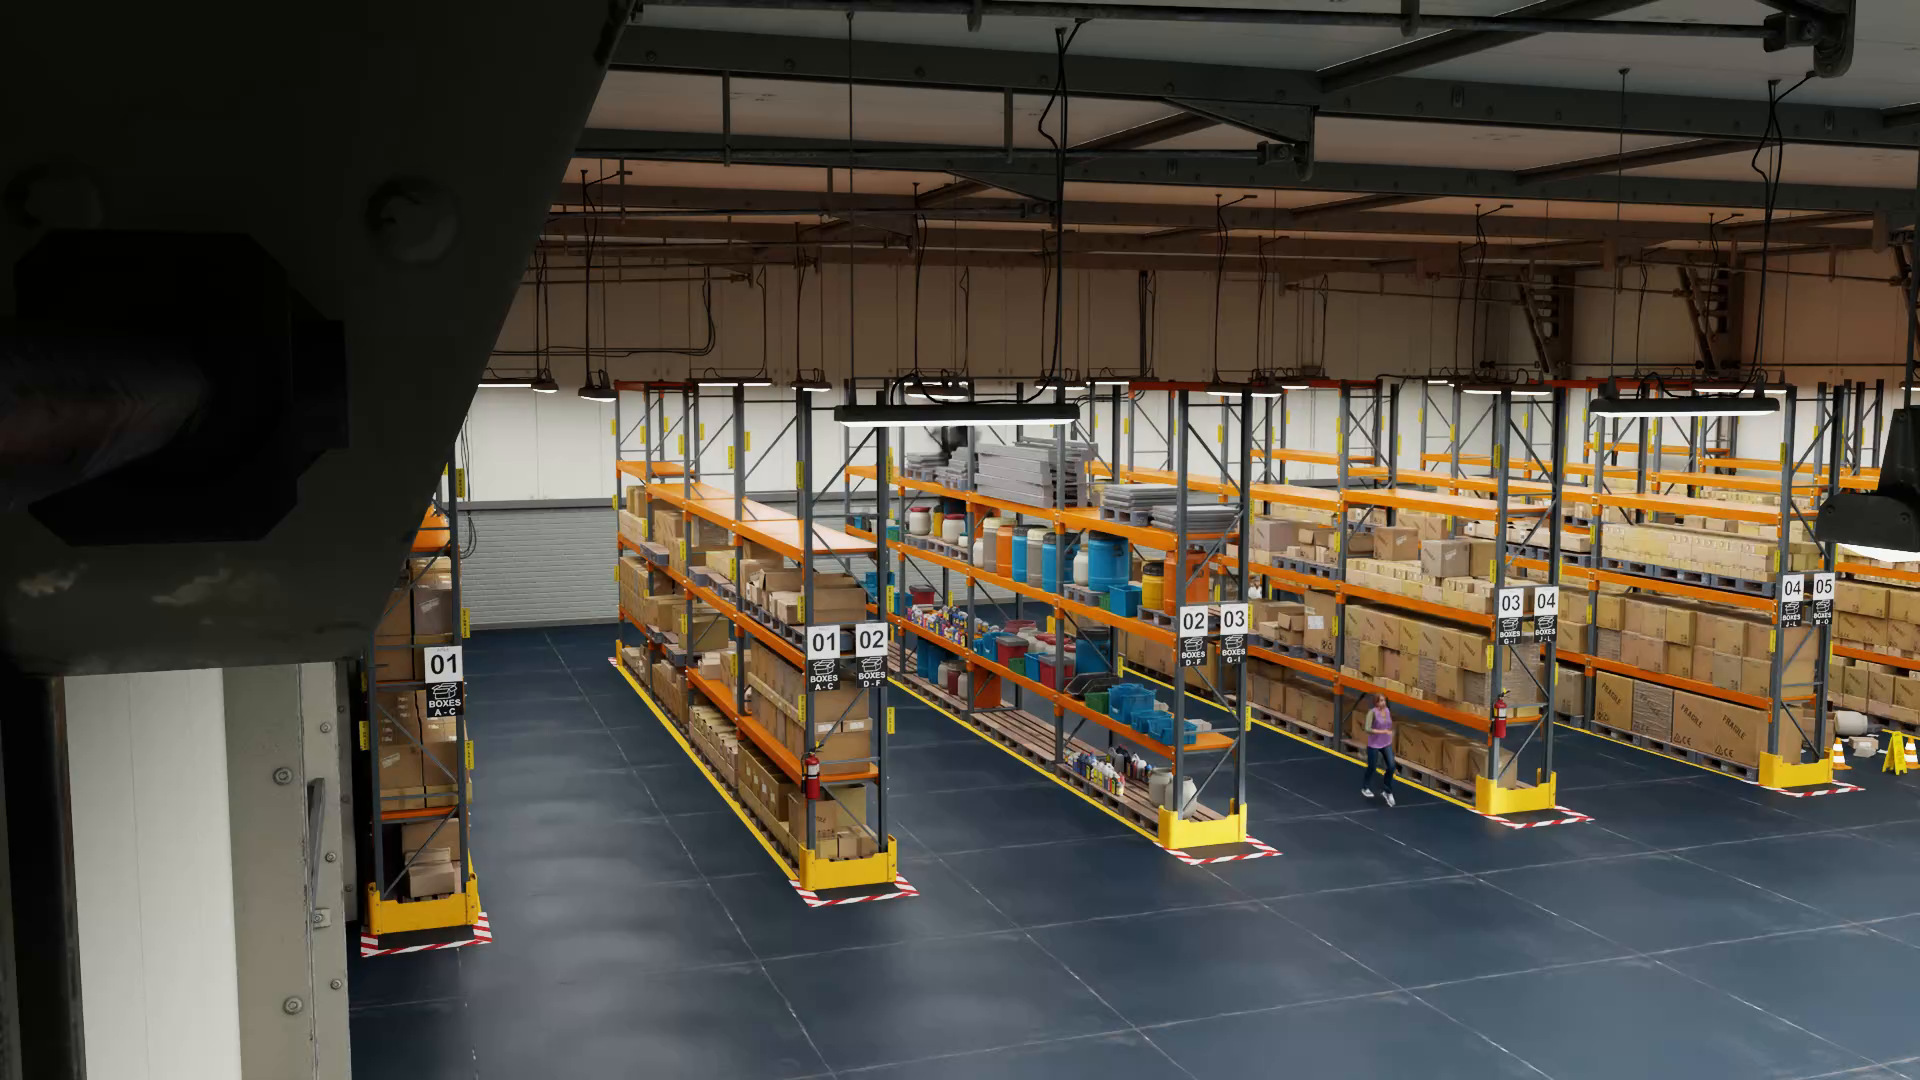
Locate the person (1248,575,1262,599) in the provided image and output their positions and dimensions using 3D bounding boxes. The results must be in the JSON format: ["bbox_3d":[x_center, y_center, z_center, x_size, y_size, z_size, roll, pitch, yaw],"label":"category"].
[{"bbox_3d":[6.587,1.620,36.813,0.636,1.719,0.682,-1,6,-12],"label":"person"}]

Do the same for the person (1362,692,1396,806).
[{"bbox_3d":[6.045,3.001,23.982,0.541,1.643,0.678,-2,6,-18],"label":"person"}]

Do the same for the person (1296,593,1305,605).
[{"bbox_3d":[8.736,0.969,42.570,0.569,1.721,0.674,-4,7,-33],"label":"person"}]
